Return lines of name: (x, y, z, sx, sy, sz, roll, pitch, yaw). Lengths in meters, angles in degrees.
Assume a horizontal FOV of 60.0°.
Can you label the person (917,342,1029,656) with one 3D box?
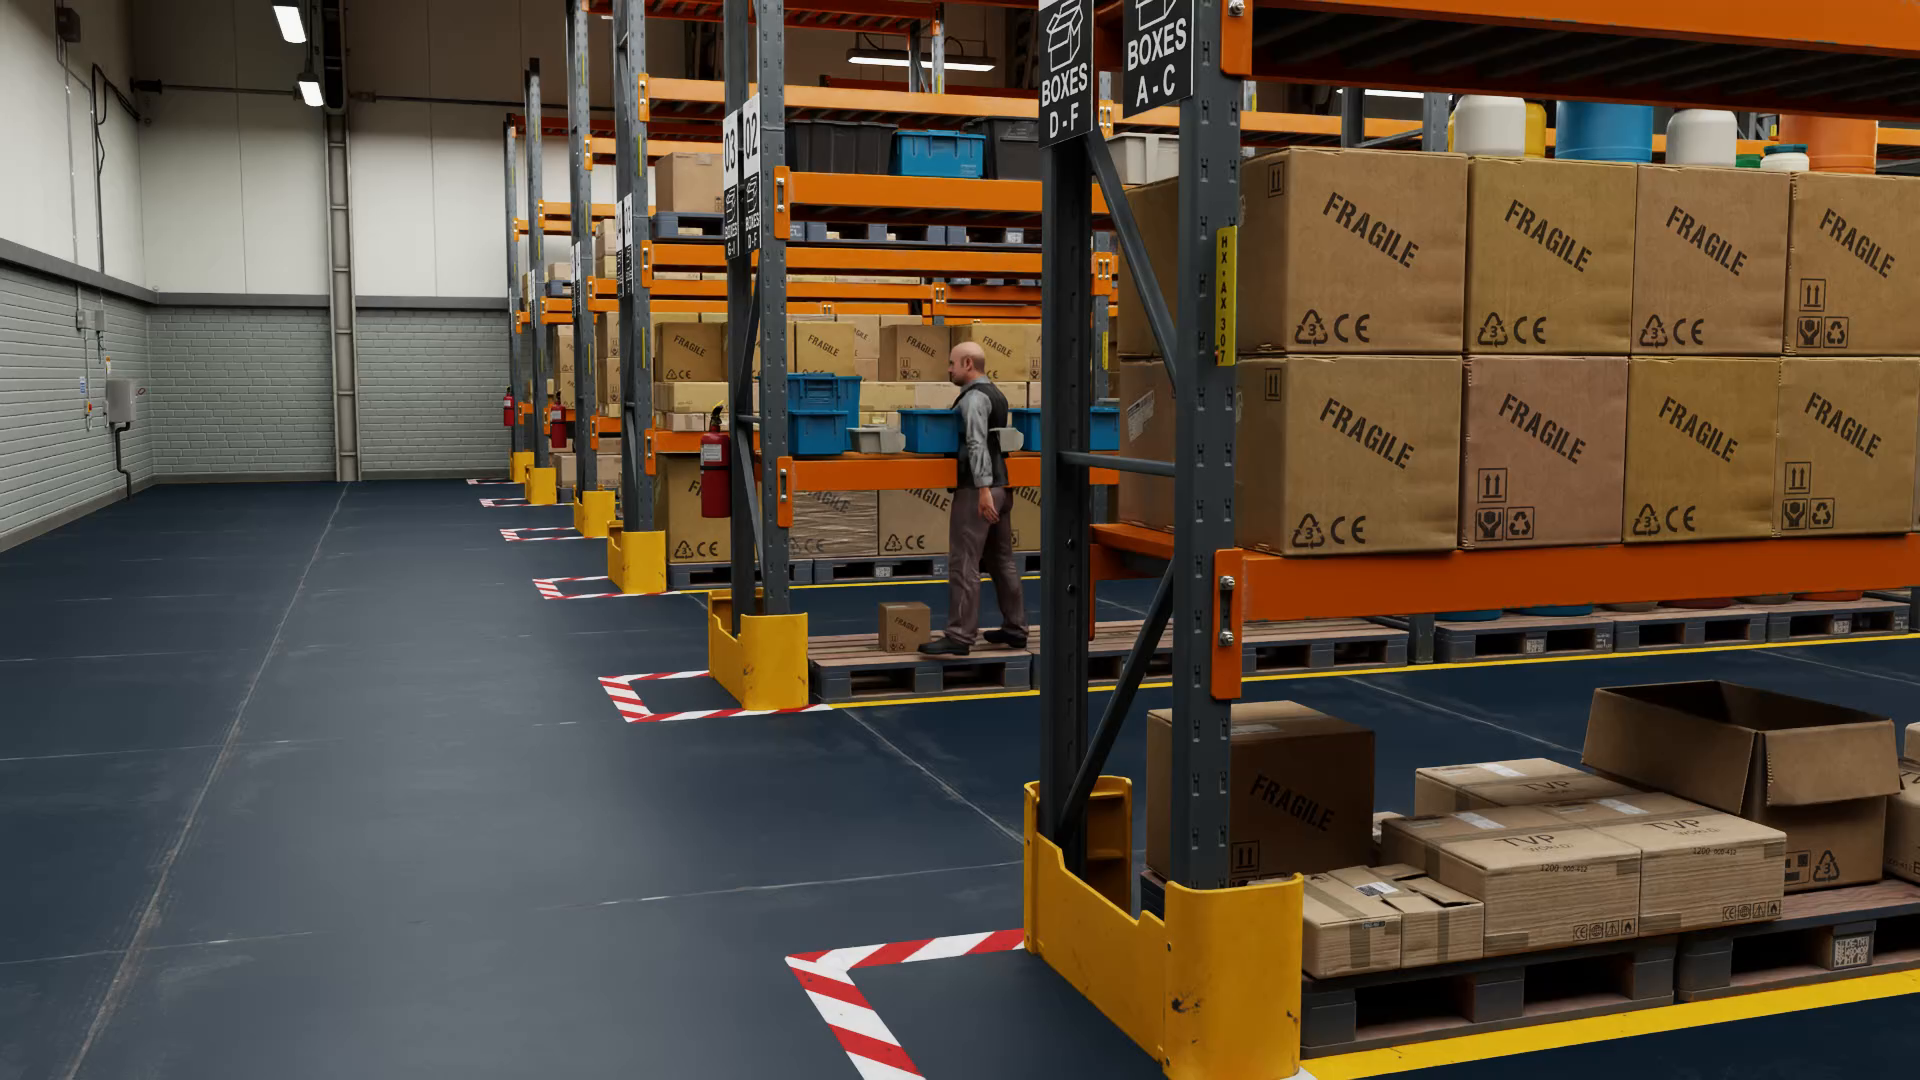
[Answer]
person: (0.115, -0.191, 9.264, 0.519, 1.603, 0.758, 2, 6, 19)
